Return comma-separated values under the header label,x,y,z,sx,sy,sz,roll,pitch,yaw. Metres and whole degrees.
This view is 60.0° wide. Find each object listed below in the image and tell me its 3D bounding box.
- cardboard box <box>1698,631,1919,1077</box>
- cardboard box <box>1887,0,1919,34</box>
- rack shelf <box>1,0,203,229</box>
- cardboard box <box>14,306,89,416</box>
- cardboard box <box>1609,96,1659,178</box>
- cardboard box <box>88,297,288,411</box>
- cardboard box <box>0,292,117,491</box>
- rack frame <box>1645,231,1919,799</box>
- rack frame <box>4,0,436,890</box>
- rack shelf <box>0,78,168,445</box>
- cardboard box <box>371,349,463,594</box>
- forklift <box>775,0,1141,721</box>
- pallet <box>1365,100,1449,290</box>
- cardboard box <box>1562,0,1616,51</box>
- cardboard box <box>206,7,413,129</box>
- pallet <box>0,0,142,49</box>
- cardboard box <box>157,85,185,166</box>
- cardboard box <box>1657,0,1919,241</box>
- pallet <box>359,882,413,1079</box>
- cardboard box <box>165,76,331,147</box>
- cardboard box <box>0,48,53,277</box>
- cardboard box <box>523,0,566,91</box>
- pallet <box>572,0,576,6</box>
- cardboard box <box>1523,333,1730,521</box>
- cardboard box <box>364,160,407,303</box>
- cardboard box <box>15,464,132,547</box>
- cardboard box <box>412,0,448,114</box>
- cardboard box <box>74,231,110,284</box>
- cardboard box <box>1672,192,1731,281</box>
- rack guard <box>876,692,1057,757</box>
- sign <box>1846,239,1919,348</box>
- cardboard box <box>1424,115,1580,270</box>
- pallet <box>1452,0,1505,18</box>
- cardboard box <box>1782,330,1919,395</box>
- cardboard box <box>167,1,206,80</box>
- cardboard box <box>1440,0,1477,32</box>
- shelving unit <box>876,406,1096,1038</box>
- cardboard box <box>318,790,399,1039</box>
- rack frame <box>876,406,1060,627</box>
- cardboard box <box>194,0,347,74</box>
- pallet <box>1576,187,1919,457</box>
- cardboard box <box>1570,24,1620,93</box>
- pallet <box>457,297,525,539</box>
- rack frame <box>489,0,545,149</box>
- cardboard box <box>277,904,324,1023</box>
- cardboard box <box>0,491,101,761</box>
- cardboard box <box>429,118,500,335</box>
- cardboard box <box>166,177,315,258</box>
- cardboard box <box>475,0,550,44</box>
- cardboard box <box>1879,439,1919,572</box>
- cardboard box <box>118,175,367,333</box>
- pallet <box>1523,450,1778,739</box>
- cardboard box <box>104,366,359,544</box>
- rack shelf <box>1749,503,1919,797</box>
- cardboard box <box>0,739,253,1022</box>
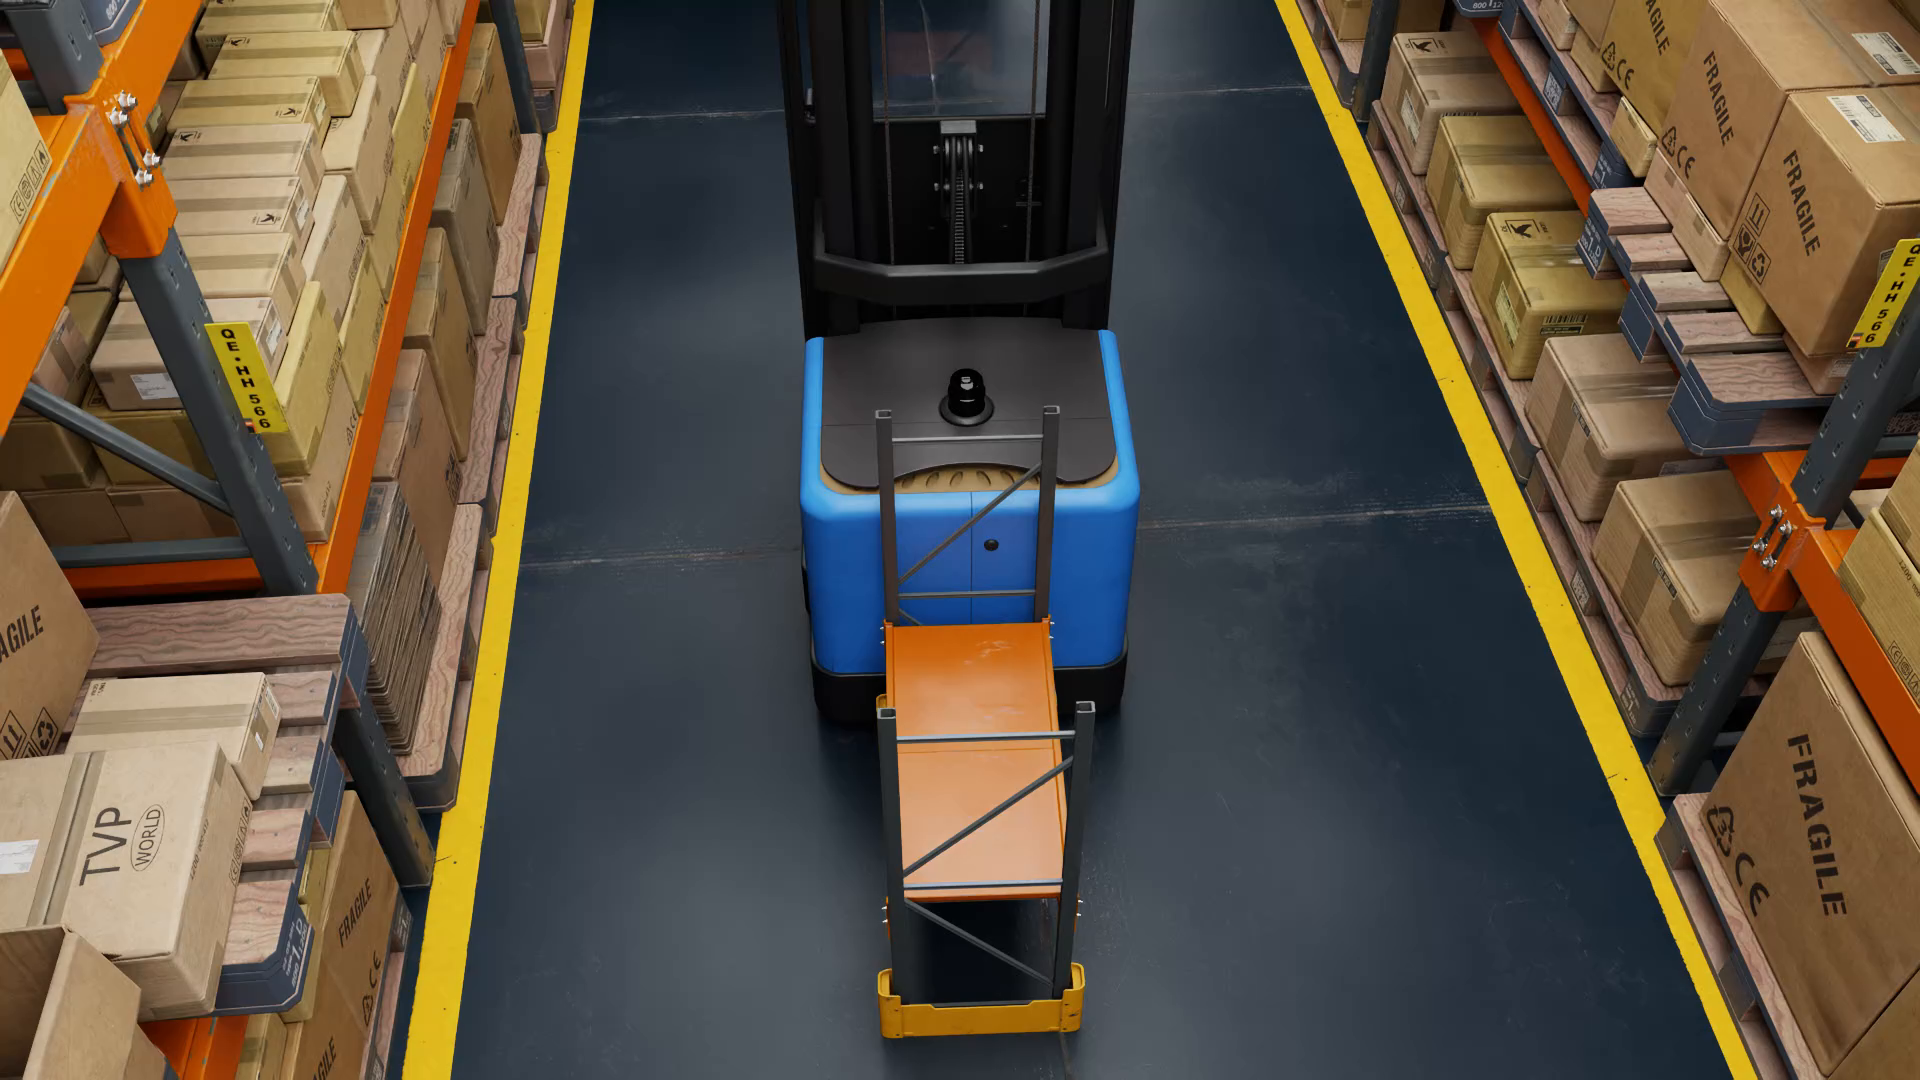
label,x,y,z,sx,sy,sz,roll,pitch,yaw
cardboard box,2.758,0.832,4.570,0.875,0.875,0.875,-4,47,-4
cardboard box,2.925,-1.256,4.811,0.500,0.500,0.500,-1,47,-1
rack shelf,-2.331,-2.186,4.684,1.077,0.370,4.000,-3,47,-3
cardboard box,-2.392,-0.435,4.081,0.380,0.149,0.250,-2,47,-2
cardboard box,2.310,-1.290,5.290,0.380,0.149,0.250,-3,47,-3
cardboard box,-1.897,-0.461,4.105,0.380,0.149,0.250,-2,47,-2
cardboard box,-2.478,-0.383,4.306,0.500,0.250,0.500,-3,47,-2
rack frame,2.782,-0.259,4.429,1.000,3.000,0.127,-3,47,-3
rack frame,-2.163,0.045,4.141,1.000,3.000,0.127,-3,47,-3
rack shelf,-1.996,0.708,1.943,1.077,0.370,4.000,-3,47,-3
cardboard box,-2.265,-0.207,5.726,0.875,0.625,0.625,-2,47,-2
forklift,-0.025,-1.461,5.615,1.130,2.935,3.031,-2,47,-2
pallet,2.514,-1.631,7.649,1.003,0.211,1.213,-3,47,-3
cardboard box,2.325,-1.986,5.502,0.500,0.500,0.500,-5,47,-5
cardboard box,-2.092,-1.521,5.384,0.500,0.250,0.500,-3,47,-3
pallet,-2.309,-1.407,3.581,1.213,0.211,1.003,-2,47,-1
cardboard box,-2.562,-1.116,5.000,0.500,0.250,0.500,-4,47,-4
cardboard box,2.413,-1.226,4.782,0.500,0.500,0.500,-4,47,-4
pallet,-2.139,1.547,4.640,1.003,0.211,1.213,-3,47,-3
cardboard box,-2.053,-1.206,4.811,0.380,0.149,0.250,-3,47,-3
cardboard box,-1.879,-0.578,2.769,0.500,0.250,0.500,-5,47,-5
cardboard box,-2.209,-2.418,8.078,0.500,0.250,0.500,-3,47,-3
pallet,-2.628,-3.353,9.280,1.003,0.211,1.213,-3,47,-3
cardboard box,2.675,-0.443,6.124,0.950,0.372,0.625,-4,47,-4
cardboard box,-2.044,-0.976,5.211,0.500,0.250,0.500,-5,47,-5
cardboard box,-2.456,-0.213,4.489,0.500,0.250,0.500,-4,47,-4
cardboard box,-2.137,-1.724,5.920,0.500,0.250,0.500,-3,47,-3
cardboard box,-2.487,-0.809,4.434,0.380,0.149,0.250,-4,47,-3
cardboard box,2.360,-0.909,4.929,0.380,0.149,0.250,-4,47,-4
rack guard,0.022,0.612,5.498,0.587,0.250,0.087,-2,47,-2
sign,2.243,-0.590,4.000,0.100,0.325,0.005,-3,47,-3
cardboard box,2.558,-1.495,7.120,0.950,0.372,0.625,-1,47,-1
pallet,2.367,-2.525,6.708,1.003,0.211,1.213,-3,47,-3
cardboard box,2.521,-0.540,4.579,0.380,0.149,0.250,-2,47,-2
cardboard box,-2.540,-1.545,5.132,0.380,0.149,0.250,-2,47,-2
cardboard box,2.667,-2.795,8.436,0.500,0.250,0.500,-5,47,-5
shelving unit,0.041,0.543,4.702,0.587,1.500,1.083,-2,47,-2
cardboard box,-1.914,1.053,4.619,0.500,0.500,0.500,-2,47,-2
rack frame,0.021,0.168,5.058,0.500,1.500,0.032,-2,47,-2
cardboard box,-2.133,-1.576,5.161,0.380,0.149,0.250,-3,47,-3
pallet,2.617,-0.702,4.981,1.213,0.211,1.003,-3,47,-3
cardboard box,2.312,-1.656,5.636,0.380,0.149,0.250,-5,47,-5
pallet,-2.293,-0.475,6.554,1.003,0.211,1.213,-3,47,-3
rack frame,-2.498,-2.849,6.882,1.000,3.000,0.127,-3,47,-3
cardboard box,-1.816,1.075,4.152,0.380,0.149,0.250,-6,47,-5
cardboard box,-2.276,0.248,3.591,0.500,0.500,0.500,-2,47,-1
cardboard box,-2.386,-1.238,6.703,0.875,0.625,0.625,-4,47,-4
cardboard box,-1.967,-0.838,4.462,0.380,0.149,0.250,-2,47,-2
cardboard box,-2.231,-2.588,7.896,0.500,0.250,0.500,-4,47,-3
cardboard box,2.579,0.002,3.941,0.500,0.250,0.500,-4,47,-4
cardboard box,-1.998,-0.773,4.675,0.500,0.250,0.500,-2,47,-2
pallet,2.719,0.134,5.977,1.003,0.211,1.213,-3,47,-3
cardboard box,-1.957,-0.239,4.514,0.500,0.250,0.500,-3,47,-3
rack shelf,2.950,1.435,3.320,1.077,0.370,4.000,-3,47,-3
cardboard box,-1.753,0.696,3.339,0.500,0.250,0.500,-5,47,-5
